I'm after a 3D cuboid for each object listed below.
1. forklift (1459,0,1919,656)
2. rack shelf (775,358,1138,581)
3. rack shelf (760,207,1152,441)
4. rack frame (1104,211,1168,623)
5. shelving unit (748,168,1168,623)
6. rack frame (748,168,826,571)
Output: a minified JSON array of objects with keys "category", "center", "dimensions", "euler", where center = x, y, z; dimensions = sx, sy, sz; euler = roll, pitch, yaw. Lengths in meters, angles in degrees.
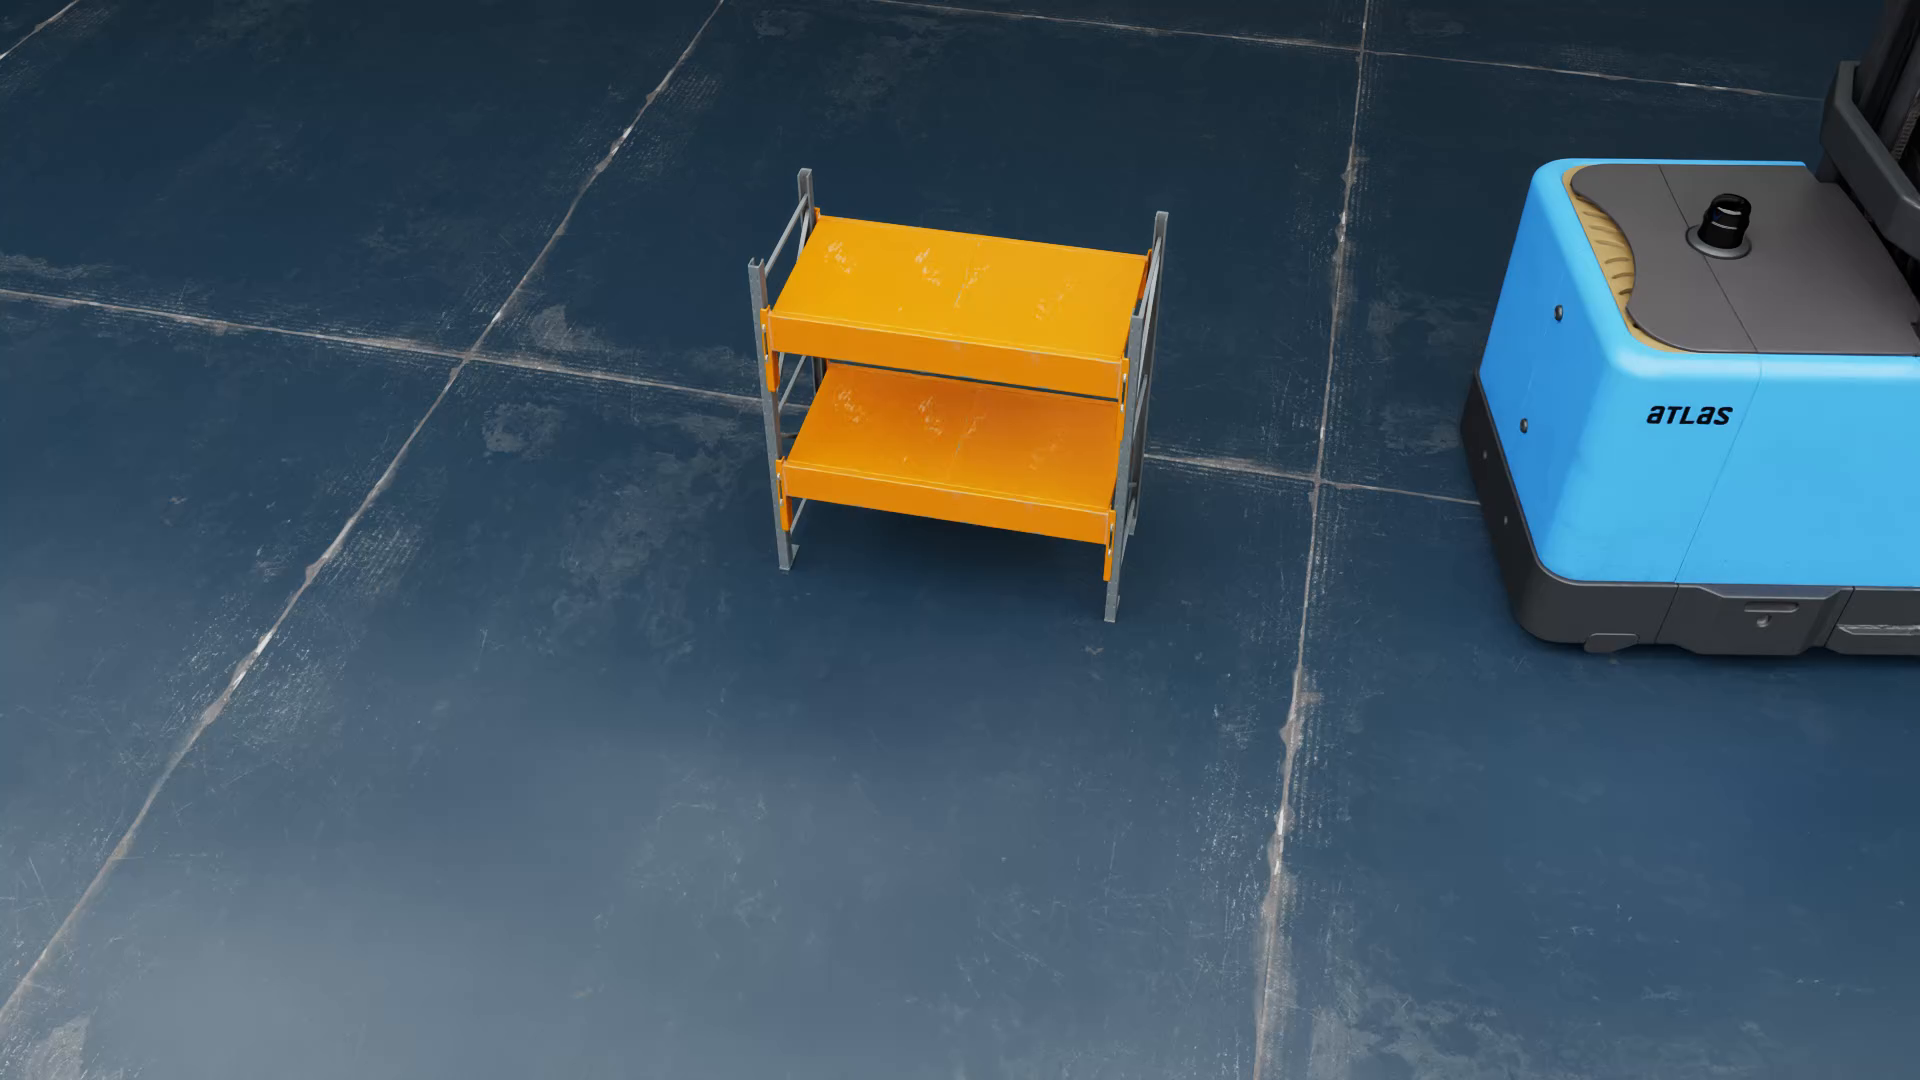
[{"category":"forklift","center":[3.164,-1.048,4.225],"dimensions":[3.031,2.935,1.130],"euler":[1,44,1]},{"category":"rack shelf","center":[0.007,-0.228,5.028],"dimensions":[1.000,0.278,0.538],"euler":[9,45,9]},{"category":"rack shelf","center":[0.007,-0.615,4.656],"dimensions":[1.000,0.278,0.538],"euler":[9,45,9]},{"category":"rack frame","center":[0.503,-0.327,4.779],"dimensions":[0.032,1.125,0.500],"euler":[9,45,9]},{"category":"shelving unit","center":[0.007,-0.404,4.859],"dimensions":[1.048,1.125,0.538],"euler":[9,45,9]},{"category":"rack frame","center":[-0.489,-0.481,4.939],"dimensions":[0.032,1.125,0.500],"euler":[9,45,9]}]
